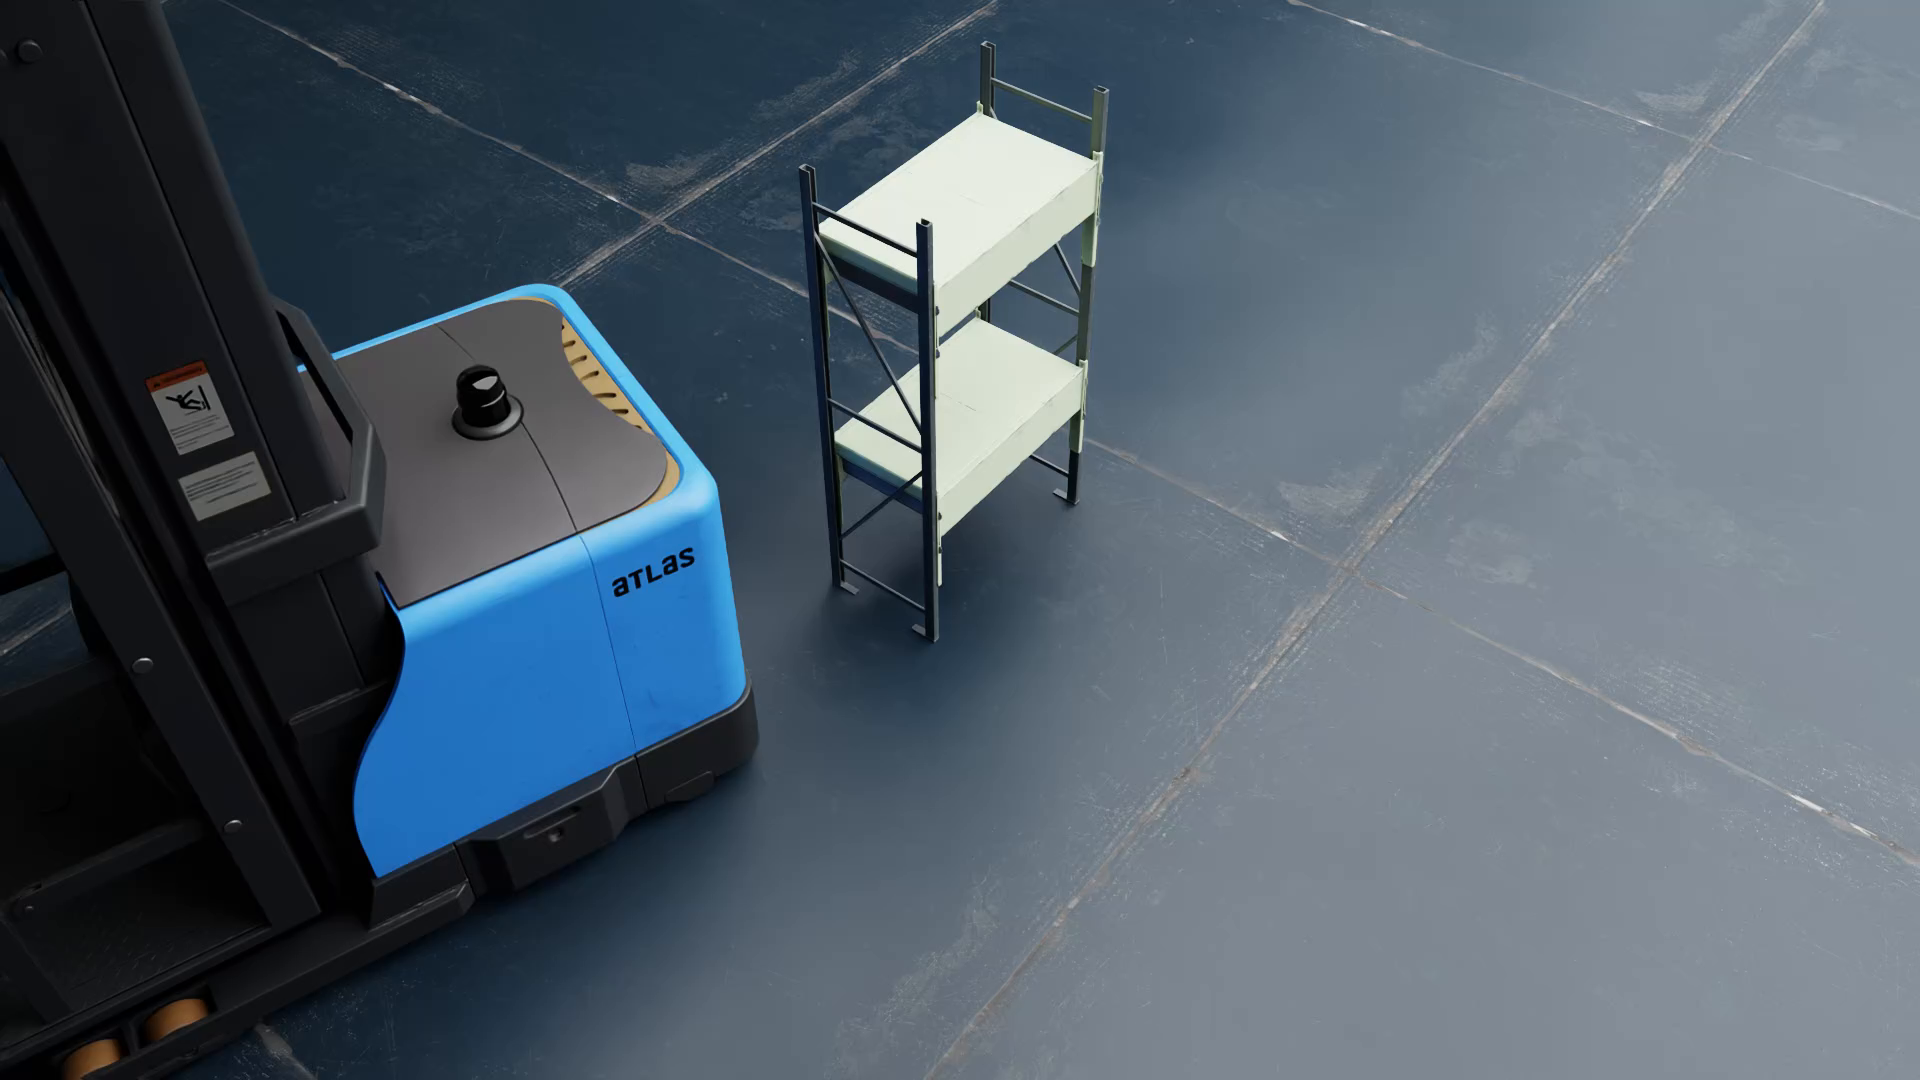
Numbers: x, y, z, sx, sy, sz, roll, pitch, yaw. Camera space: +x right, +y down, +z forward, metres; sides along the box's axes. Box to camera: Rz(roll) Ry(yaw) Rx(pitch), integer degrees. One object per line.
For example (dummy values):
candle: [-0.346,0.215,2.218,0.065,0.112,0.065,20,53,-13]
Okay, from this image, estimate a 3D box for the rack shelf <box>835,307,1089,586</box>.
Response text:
rack shelf: [-0.004,-0.289,4.940,0.431,0.370,0.720,29,53,25]

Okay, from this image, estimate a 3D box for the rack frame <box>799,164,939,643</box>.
rack frame: [-0.228,-0.305,4.504,0.400,1.500,0.023,29,53,25]

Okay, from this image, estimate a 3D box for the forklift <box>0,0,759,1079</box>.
forklift: [-2.073,-0.106,3.324,3.031,2.935,1.130,-25,51,-22]

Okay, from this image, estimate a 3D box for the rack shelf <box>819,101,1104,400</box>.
rack shelf: [-0.004,-0.784,4.422,0.431,0.370,0.720,29,53,25]

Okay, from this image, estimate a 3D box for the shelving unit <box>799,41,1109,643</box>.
shelving unit: [-0.004,-0.514,4.704,0.431,1.500,0.755,29,53,25]

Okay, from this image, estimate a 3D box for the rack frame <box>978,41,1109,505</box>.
rack frame: [0.220,-0.724,4.904,0.400,1.500,0.023,29,53,25]
